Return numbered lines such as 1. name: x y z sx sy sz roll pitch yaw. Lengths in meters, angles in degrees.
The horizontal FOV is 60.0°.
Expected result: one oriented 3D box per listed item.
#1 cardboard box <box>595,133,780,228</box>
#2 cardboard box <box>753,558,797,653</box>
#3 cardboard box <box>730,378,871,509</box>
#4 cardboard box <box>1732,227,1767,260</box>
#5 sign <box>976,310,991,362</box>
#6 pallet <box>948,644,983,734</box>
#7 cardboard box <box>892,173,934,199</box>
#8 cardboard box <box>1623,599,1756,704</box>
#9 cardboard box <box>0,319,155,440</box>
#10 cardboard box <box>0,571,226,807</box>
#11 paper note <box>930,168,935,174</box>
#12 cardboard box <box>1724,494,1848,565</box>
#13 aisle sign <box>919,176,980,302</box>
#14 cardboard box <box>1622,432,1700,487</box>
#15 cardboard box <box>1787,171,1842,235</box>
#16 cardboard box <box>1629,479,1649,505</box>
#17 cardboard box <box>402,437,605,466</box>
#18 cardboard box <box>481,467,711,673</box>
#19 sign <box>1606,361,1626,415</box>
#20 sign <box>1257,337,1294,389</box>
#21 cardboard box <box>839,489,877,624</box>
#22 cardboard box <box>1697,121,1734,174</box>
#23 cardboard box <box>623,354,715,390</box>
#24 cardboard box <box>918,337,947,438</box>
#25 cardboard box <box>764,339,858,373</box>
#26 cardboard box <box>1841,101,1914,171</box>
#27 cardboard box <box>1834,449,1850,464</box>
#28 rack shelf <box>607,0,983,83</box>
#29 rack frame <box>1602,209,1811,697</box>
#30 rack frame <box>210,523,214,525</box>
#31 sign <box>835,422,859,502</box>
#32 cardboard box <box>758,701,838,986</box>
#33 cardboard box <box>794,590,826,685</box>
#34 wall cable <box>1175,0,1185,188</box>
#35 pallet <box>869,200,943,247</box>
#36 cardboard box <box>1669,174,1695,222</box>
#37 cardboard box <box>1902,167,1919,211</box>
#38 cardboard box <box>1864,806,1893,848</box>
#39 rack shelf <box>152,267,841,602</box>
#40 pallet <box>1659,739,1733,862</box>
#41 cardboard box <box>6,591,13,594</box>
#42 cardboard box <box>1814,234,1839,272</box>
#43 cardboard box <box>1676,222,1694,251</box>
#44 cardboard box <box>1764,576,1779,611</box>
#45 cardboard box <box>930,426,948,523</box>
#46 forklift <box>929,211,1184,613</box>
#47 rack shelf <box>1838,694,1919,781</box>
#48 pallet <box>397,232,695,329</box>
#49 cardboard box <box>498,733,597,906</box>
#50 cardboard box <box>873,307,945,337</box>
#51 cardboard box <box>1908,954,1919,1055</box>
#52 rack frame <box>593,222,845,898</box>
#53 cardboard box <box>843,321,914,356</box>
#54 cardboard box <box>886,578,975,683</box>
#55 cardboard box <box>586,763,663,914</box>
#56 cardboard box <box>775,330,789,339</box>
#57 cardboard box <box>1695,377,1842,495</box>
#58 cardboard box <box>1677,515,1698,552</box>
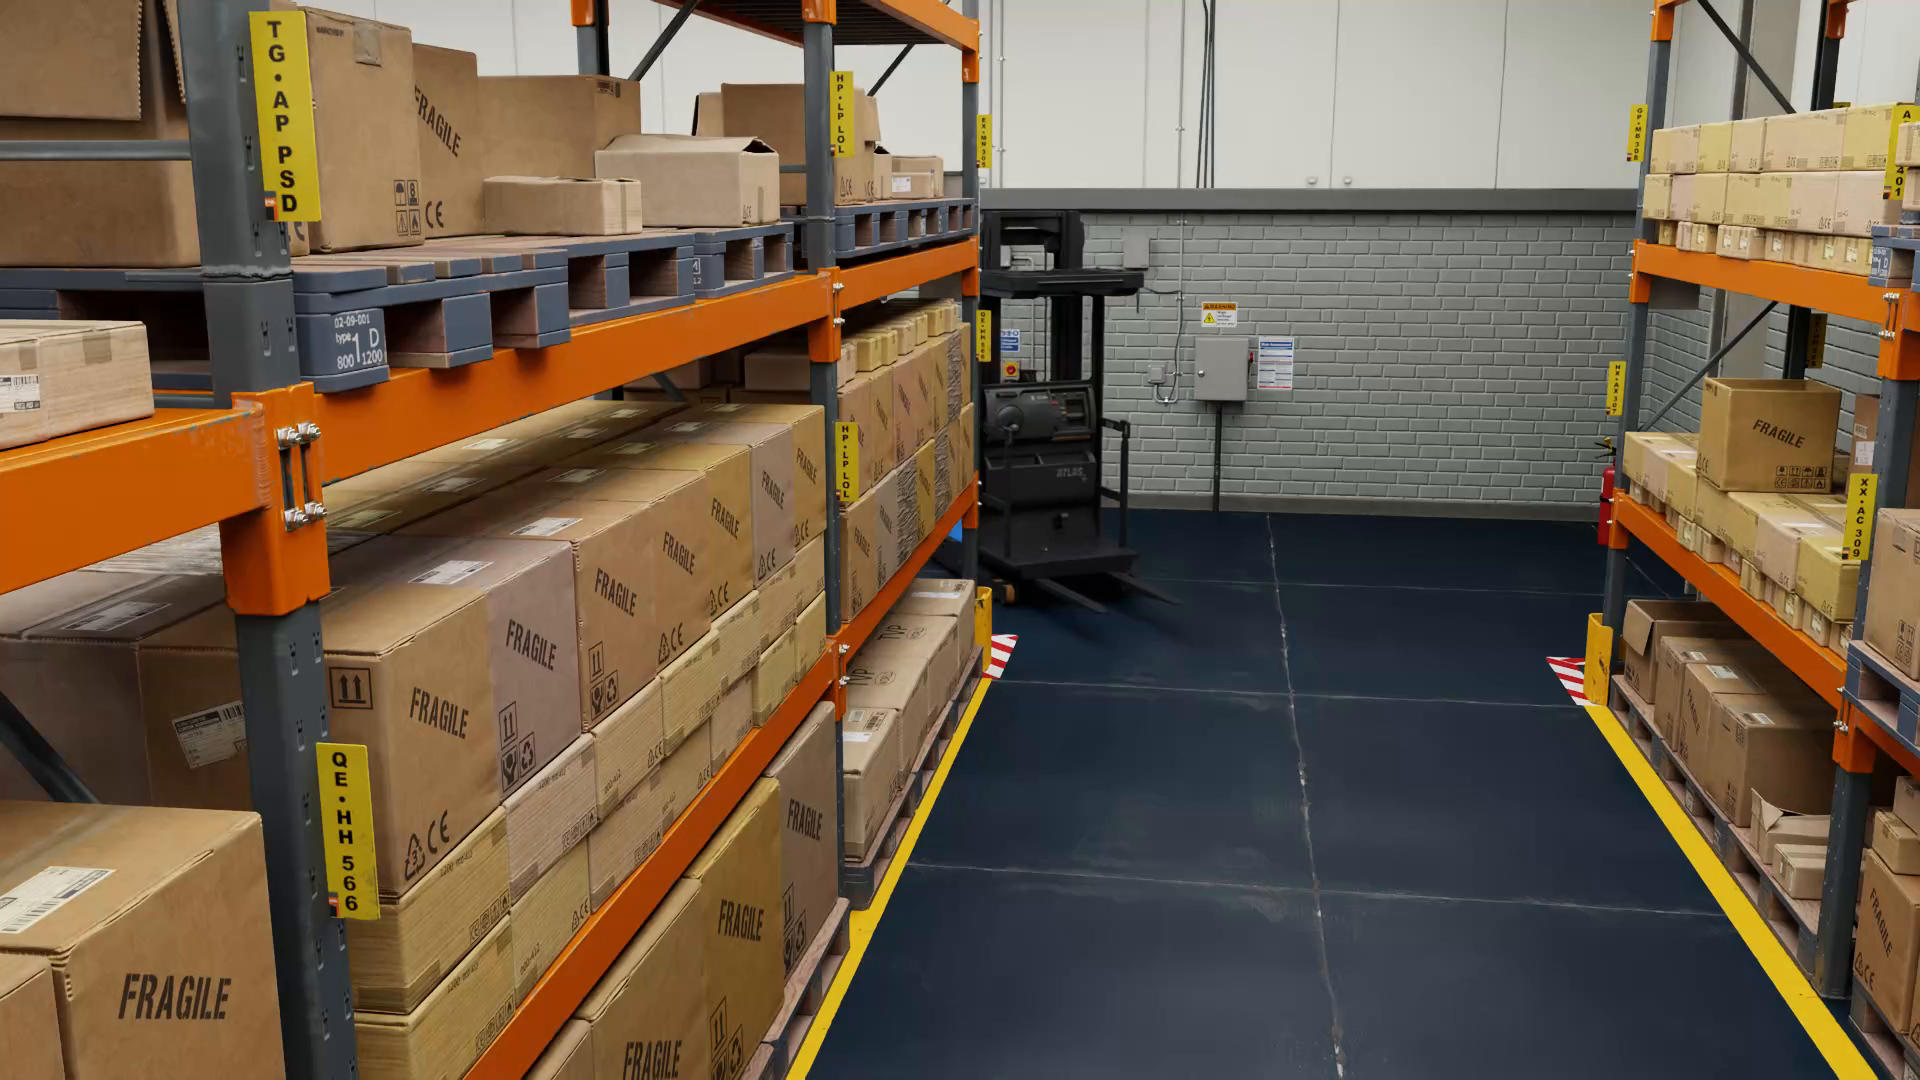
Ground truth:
1. cardboard box: -0.930 -1.244 5.742 0.500 0.311 0.500 2 12 9
2. cardboard box: -0.899 0.226 5.993 0.500 0.250 0.500 2 12 10
3. cardboard box: -0.690 -0.435 7.283 0.500 0.500 0.500 2 12 9
4. cardboard box: 3.874 -1.396 7.827 0.380 0.149 0.250 2 12 10
5. sign: 0.147 -1.301 10.598 0.100 0.325 0.005 2 12 9
6. pallet: -0.433 0.893 10.349 1.003 0.211 1.213 2 12 9
7. cardboard box: -0.353 -2.050 9.630 0.380 0.149 0.250 1 12 4
8. cardboard box: 4.331 0.660 9.739 0.797 0.503 0.637 1 12 6
9. cardboard box: -1.458 -0.245 2.487 0.380 0.149 0.250 2 12 9
10. cardboard box: -1.796 0.372 3.535 0.500 0.500 0.500 2 12 7
11. paper note: -0.135 -1.857 8.362 0.006 0.032 0.123 2 12 9
12. cardboard box: 3.893 -0.041 7.712 0.500 0.250 0.500 2 12 8
13. aisle sign: -0.070 -1.915 10.589 0.394 0.787 0.004 2 12 9
14. cardboard box: 4.182 -0.466 9.684 0.500 0.250 0.500 2 12 9
15. cardboard box: 3.799 -1.402 6.909 0.500 0.250 0.500 1 12 7
16. cardboard box: 4.197 -0.297 9.847 0.380 0.149 0.250 2 12 8
17. cardboard box: -1.484 -0.051 5.498 0.500 0.500 0.500 2 12 7
18. cardboard box: -1.057 0.078 4.901 0.500 0.500 0.500 2 12 10
19. sign: 3.982 -0.920 10.087 0.100 0.325 0.005 2 12 9
20. sign: 3.030 -1.696 15.969 0.329 0.494 0.001 2 12 9
21. cardboard box: -0.671 0.055 7.379 0.500 0.500 0.500 2 12 11
22. cardboard box: 4.041 -1.967 8.346 0.500 0.250 0.500 2 12 8
23. cardboard box: -1.269 -0.736 7.137 0.380 0.149 0.250 2 12 7
24. cardboard box: -0.356 -0.856 9.236 0.500 0.500 0.500 2 12 8
25. cardboard box: -0.676 -0.827 7.561 0.380 0.149 0.250 2 12 8
26. cardboard box: 3.743 -1.542 6.373 0.500 0.250 0.500 2 12 9
27. cardboard box: 4.629 -0.340 9.099 0.500 0.250 0.500 2 12 9
28. rack shelf: -0.695 -2.608 8.394 1.077 0.370 4.000 2 12 9
29. rack frame: 4.518 -0.479 10.097 1.000 3.000 0.127 2 12 9
30. rack frame: -5.294 -0.779 11.486 1.000 3.000 0.127 2 12 9
31. sign: -0.464 -0.318 6.790 0.100 0.325 0.005 2 12 9
32. cardboard box: -1.018 1.158 6.544 0.875 0.875 0.875 2 12 10
33. cardboard box: -0.822 0.368 6.520 0.500 0.250 0.500 2 12 7
34. wall cable: 0.952 -4.740 15.629 2.355 3.000 0.029 2 12 9
35. pallet: -0.676 -1.653 8.633 1.003 0.211 1.213 2 12 9
36. cardboard box: 4.122 -1.828 8.884 0.500 0.250 0.500 2 12 10
37. cardboard box: 3.464 -1.195 5.660 0.380 0.149 0.250 2 12 10
38. cardboard box: 4.305 1.322 7.511 0.380 0.149 0.250 2 12 8
39. rack shelf: -1.310 -0.505 4.804 1.077 0.370 4.000 2 12 9
40. pallet: 4.195 1.319 8.372 1.003 0.211 1.213 2 12 9
41. cardboard box: -5.755 0.381 10.464 0.380 0.149 0.250 1 12 6
42. cardboard box: 3.757 -1.181 6.829 0.380 0.149 0.250 2 12 11
43. cardboard box: 4.029 -1.607 8.807 0.380 0.149 0.250 2 12 10
44. cardboard box: 3.804 0.238 7.364 0.380 0.149 0.250 2 12 10
45. cardboard box: -0.361 -0.368 9.342 0.500 0.500 0.500 2 12 10
46. forklift: 0.713 -1.033 12.829 1.130 2.935 3.031 -5 13 -22
47. rack shelf: 3.595 1.121 4.377 1.077 0.370 4.000 2 12 9
48. pallet: -1.402 -0.717 4.526 1.003 0.211 1.213 2 12 11
49. cardboard box: -1.215 0.650 4.027 0.500 0.250 0.500 2 12 10
50. cardboard box: -0.296 -1.252 9.531 0.380 0.149 0.250 2 12 10
51. cardboard box: 3.534 1.575 5.503 0.500 0.500 0.500 2 12 8
52. rack frame: -1.002 0.193 6.976 1.000 3.000 0.127 2 12 9
53. cardboard box: -0.444 -1.035 8.526 0.380 0.149 0.250 2 12 9
54. cardboard box: -0.390 0.549 10.413 0.875 0.438 0.875 1 12 7
55. cardboard box: -1.146 0.789 4.567 0.500 0.250 0.500 2 12 11
56. cardboard box: -1.049 -0.945 8.109 0.380 0.149 0.250 2 12 8
57. cardboard box: 3.952 -0.520 8.156 0.500 0.500 0.500 2 12 10
58. cardboard box: 3.949 -0.030 8.610 0.380 0.149 0.250 2 12 7
